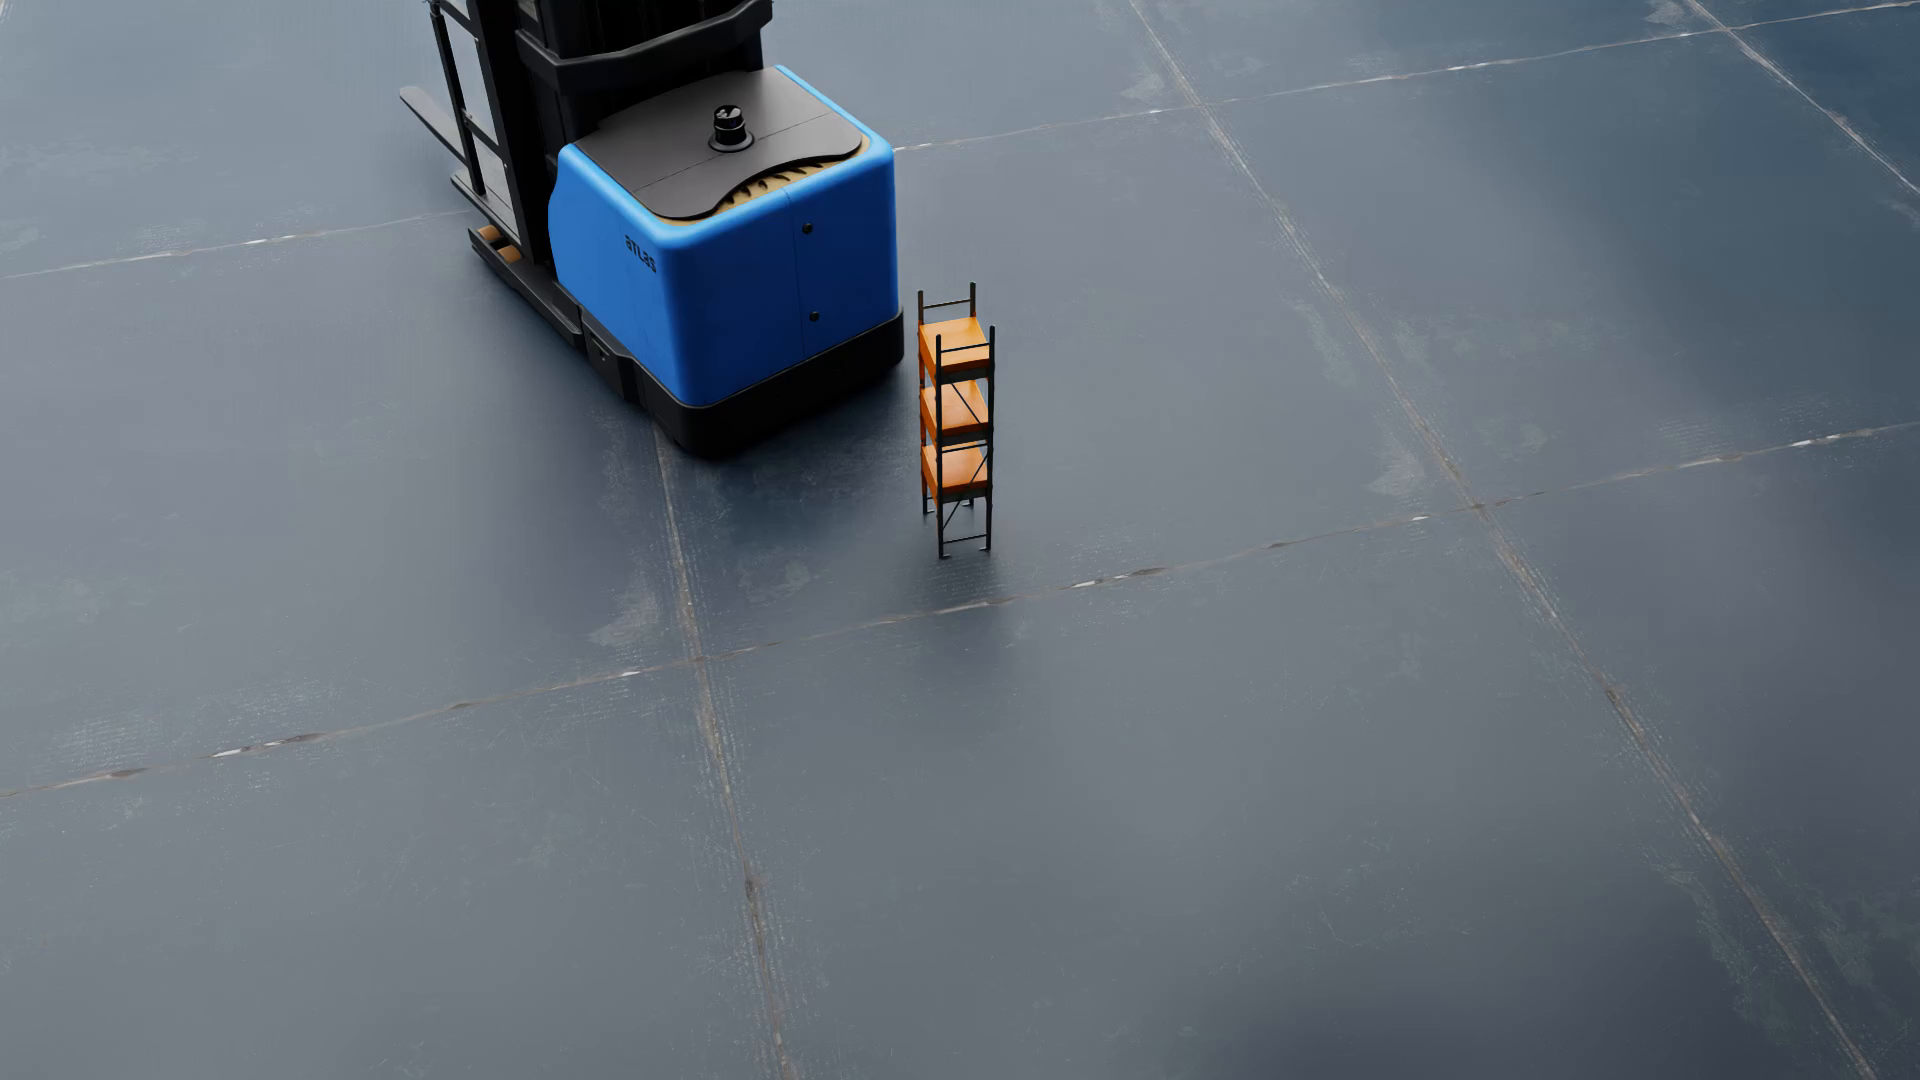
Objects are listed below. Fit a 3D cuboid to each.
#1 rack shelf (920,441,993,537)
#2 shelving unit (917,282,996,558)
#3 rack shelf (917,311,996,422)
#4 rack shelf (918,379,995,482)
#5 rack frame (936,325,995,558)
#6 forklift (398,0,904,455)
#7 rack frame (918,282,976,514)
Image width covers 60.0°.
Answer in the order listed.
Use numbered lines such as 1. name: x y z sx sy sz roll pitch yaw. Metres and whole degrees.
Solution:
1. rack shelf: -0.014 -0.202 6.117 0.215 0.259 0.240 -11 47 -10
2. shelving unit: -0.014 -0.404 5.911 0.215 1.050 0.252 -11 47 -10
3. rack shelf: -0.014 -0.596 5.716 0.215 0.259 0.240 -11 47 -10
4. rack shelf: -0.014 -0.397 5.919 0.215 0.259 0.240 -11 47 -10
5. rack frame: 0.018 -0.320 5.829 0.200 1.050 0.008 -11 47 -10
6. forklift: -1.535 -2.357 6.507 1.130 2.935 3.031 -29 52 -26
7. rack frame: -0.045 -0.489 5.994 0.200 1.050 0.008 -11 47 -10
